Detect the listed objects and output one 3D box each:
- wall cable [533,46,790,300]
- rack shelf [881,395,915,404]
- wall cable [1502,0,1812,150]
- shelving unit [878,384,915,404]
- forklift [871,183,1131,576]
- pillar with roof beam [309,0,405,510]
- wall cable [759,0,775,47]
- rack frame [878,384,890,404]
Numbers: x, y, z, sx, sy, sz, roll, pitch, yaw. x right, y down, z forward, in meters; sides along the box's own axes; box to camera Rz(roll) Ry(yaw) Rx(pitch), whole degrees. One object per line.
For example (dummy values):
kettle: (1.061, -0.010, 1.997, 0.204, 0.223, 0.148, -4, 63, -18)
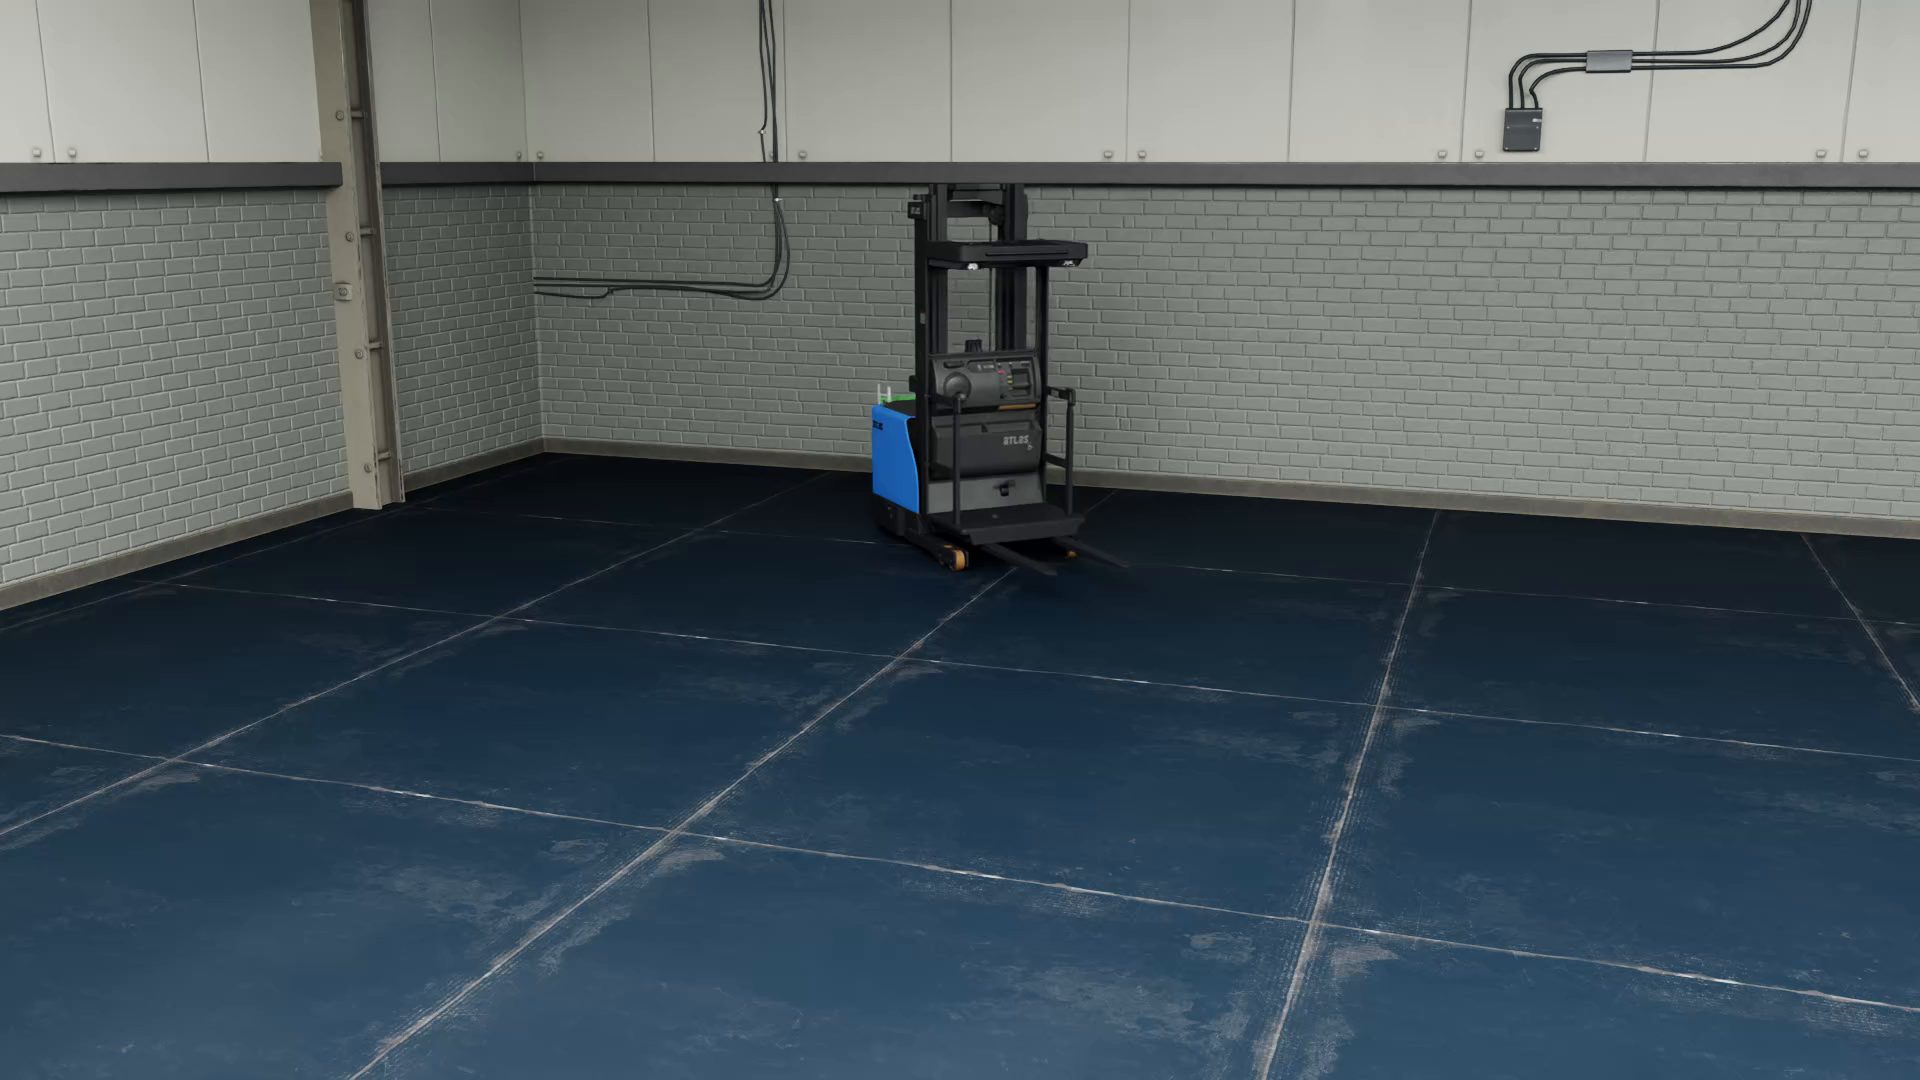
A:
wall cable: (-3.195, -3.730, 17.084, 3.097, 2.526, 0.112, 4, 14, 18)
rack shelf: (-0.442, -1.192, 14.641, 0.480, 0.148, 0.258, -6, 14, -25)
wall cable: (5.783, -6.215, 13.350, 2.305, 6.003, 0.169, 4, 14, 18)
shelving unit: (-0.441, -0.786, 14.731, 0.503, 1.200, 0.258, -6, 14, -25)
forklift: (0.308, -1.298, 13.089, 1.130, 2.935, 3.031, -6, 14, -24)
pillar with roof beam: (-1.326, -4.408, 13.080, 9.100, 9.000, 0.400, 4, 14, 18)
wall cable: (-0.635, -5.997, 15.668, 3.097, 2.526, 0.112, 4, 14, 18)
rack frame: (-0.661, -0.763, 14.628, 0.015, 1.200, 0.240, -6, 14, -25)
